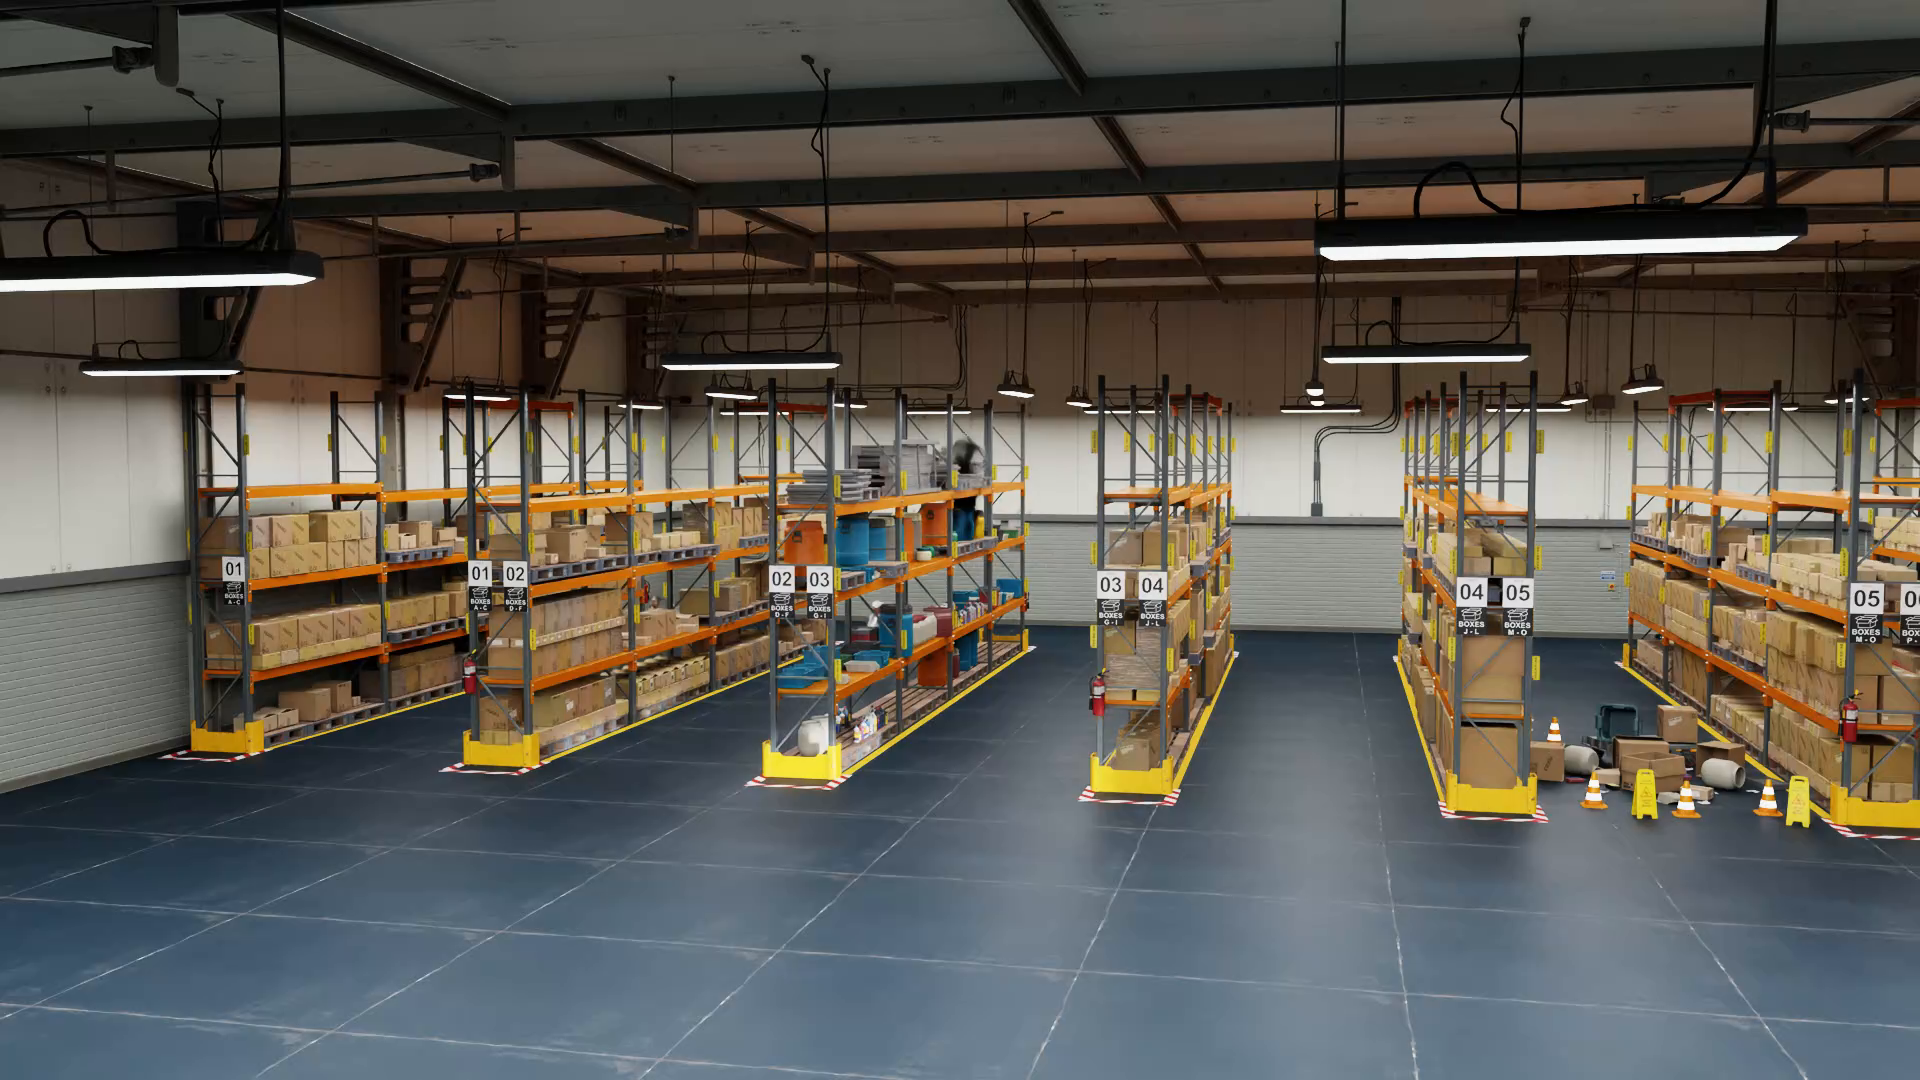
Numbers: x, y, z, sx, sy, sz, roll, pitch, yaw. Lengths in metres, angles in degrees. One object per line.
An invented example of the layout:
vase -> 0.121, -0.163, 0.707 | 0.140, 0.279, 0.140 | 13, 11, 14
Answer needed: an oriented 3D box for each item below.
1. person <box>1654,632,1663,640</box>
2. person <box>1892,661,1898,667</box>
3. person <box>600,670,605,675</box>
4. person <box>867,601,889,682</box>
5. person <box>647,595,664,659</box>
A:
person -> 16.283, 2.043, 38.426 | 0.513, 1.524, 0.575 | 2, 4, 32
person -> 15.383, 2.578, 28.083 | 0.665, 1.650, 0.736 | 0, 3, -6
person -> -7.312, 2.247, 33.759 | 0.598, 1.660, 0.940 | 0, 3, 4
person -> -1.853, 2.138, 34.945 | 0.552, 1.730, 0.807 | -2, 4, -32
person -> -6.724, 2.066, 36.687 | 0.628, 1.706, 0.666 | 1, 3, 14
